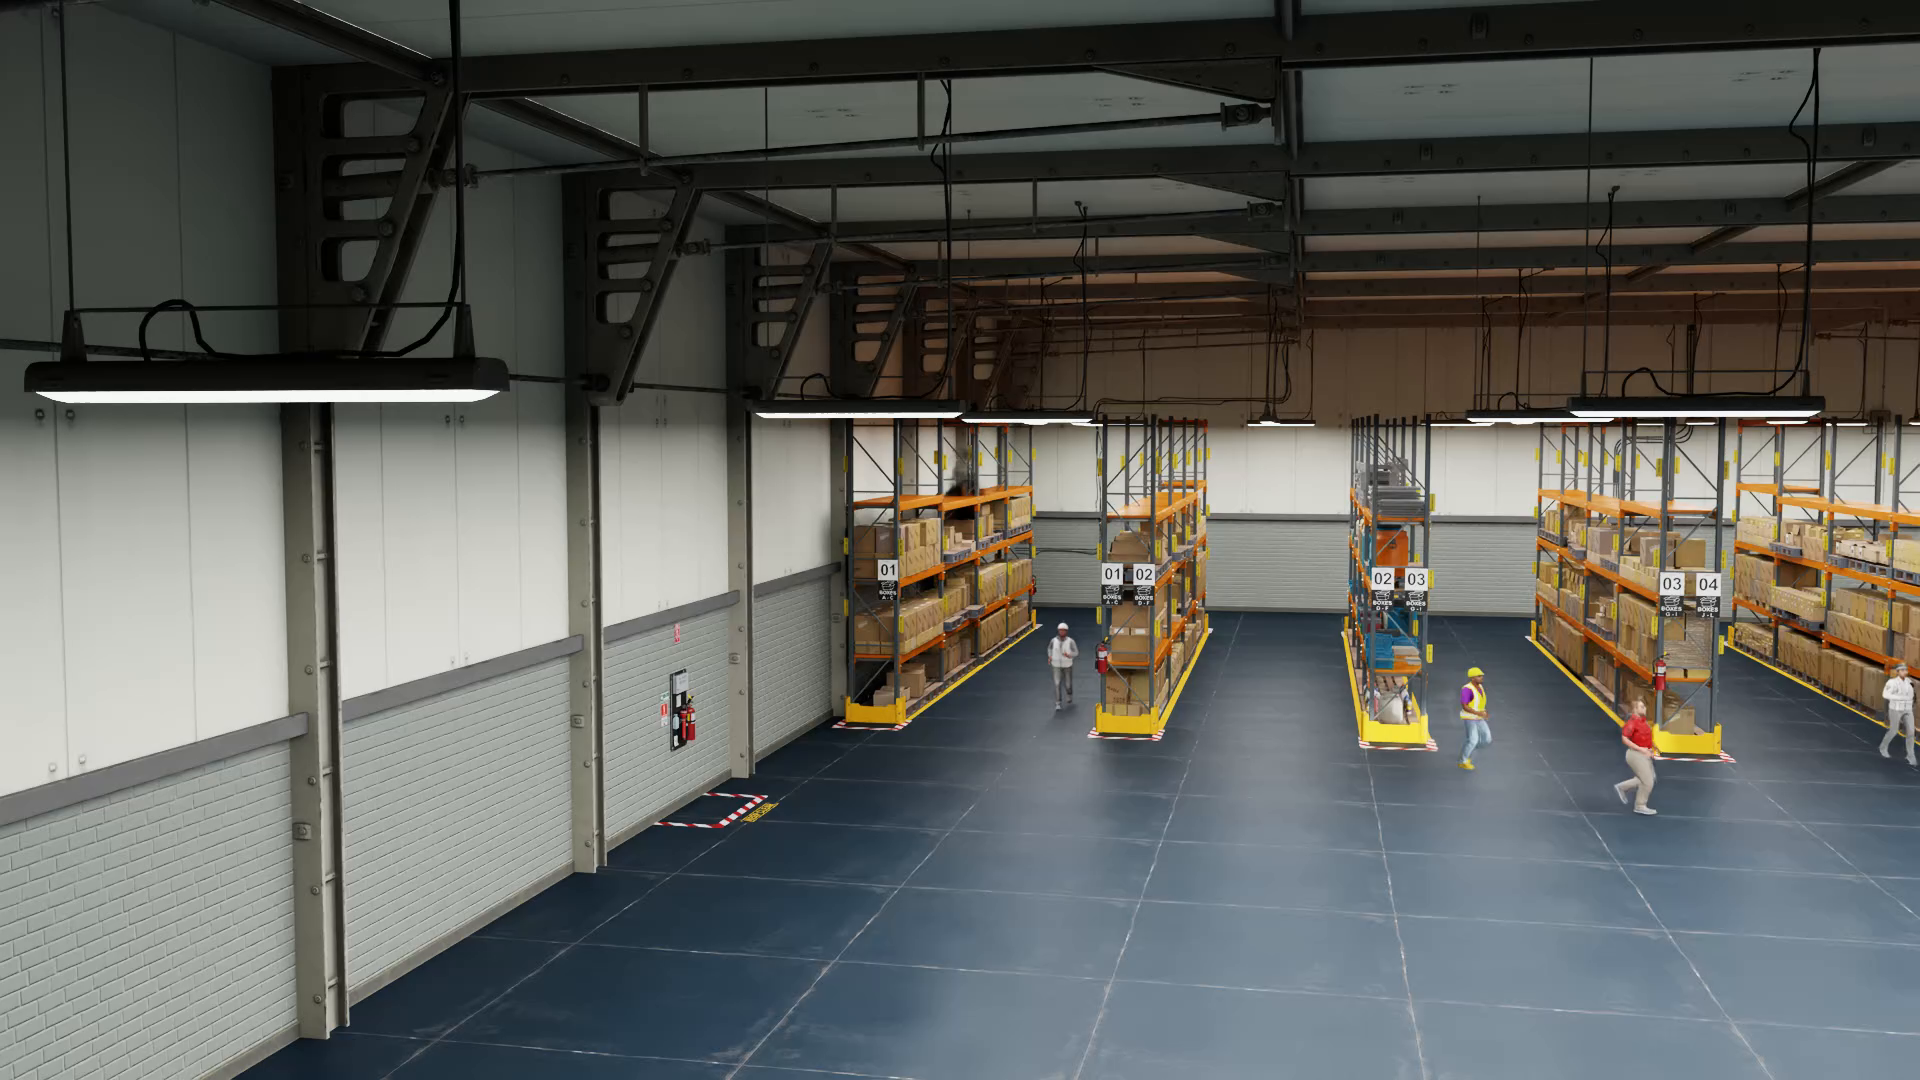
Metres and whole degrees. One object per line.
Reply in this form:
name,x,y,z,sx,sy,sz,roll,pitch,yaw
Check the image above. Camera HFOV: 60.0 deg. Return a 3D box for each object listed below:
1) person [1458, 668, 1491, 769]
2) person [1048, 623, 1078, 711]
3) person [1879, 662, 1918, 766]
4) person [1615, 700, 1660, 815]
person,8.682,2.997,27.966,0.688,1.713,0.631,-4,5,-44
person,2.093,2.574,34.013,0.667,1.750,0.915,1,4,12
person,16.163,2.967,28.612,0.614,1.753,0.771,0,4,-3
person,10.099,3.227,24.824,0.633,1.674,0.664,3,5,40
